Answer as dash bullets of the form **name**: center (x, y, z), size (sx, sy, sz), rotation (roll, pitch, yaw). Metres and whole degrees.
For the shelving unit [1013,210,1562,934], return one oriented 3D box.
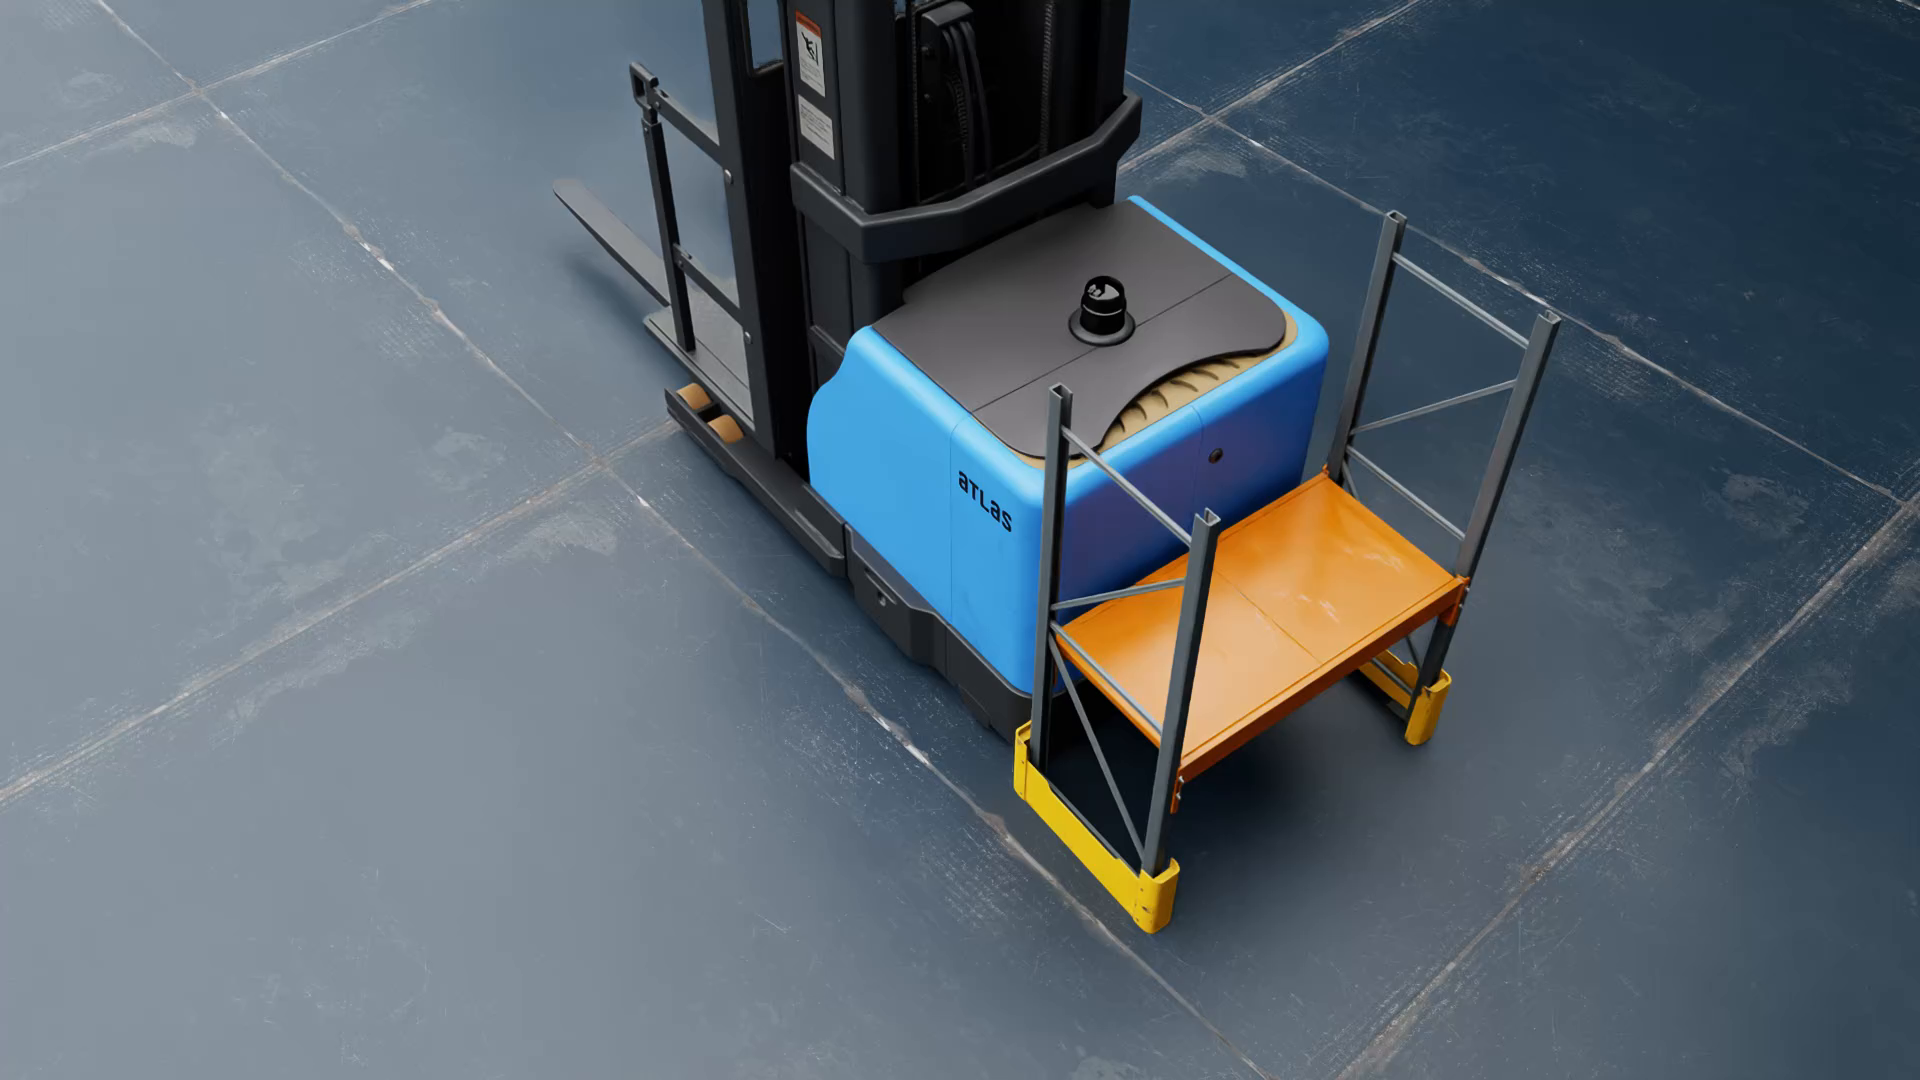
- **shelving unit**: center (0.748, 0.109, 4.129), size (1.083, 1.500, 0.587), rotation (-29, 54, -24)

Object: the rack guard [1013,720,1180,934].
- **rack guard**: center (0.349, 0.751, 4.387), size (0.087, 0.250, 0.587), rotation (-29, 54, -24)

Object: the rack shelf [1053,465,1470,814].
- **rack shelf**: center (0.755, 0.226, 4.265), size (1.000, 0.185, 0.538), rotation (-29, 54, -24)

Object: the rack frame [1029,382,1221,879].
- **rack frame**: center (0.348, 0.328, 3.926), size (0.032, 1.500, 0.500), rotation (-29, 54, -24)

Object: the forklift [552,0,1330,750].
- **forklift**: center (-0.323, -1.441, 4.585), size (1.130, 2.935, 3.031), rotation (-30, 54, -25)

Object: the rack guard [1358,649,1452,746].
- **rack guard**: center (1.147, 0.313, 4.791), size (0.087, 0.250, 0.587), rotation (-29, 54, -24)

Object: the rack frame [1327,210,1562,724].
- **rack frame**: center (1.163, -0.119, 4.339), size (0.032, 1.500, 0.500), rotation (-29, 54, -24)
